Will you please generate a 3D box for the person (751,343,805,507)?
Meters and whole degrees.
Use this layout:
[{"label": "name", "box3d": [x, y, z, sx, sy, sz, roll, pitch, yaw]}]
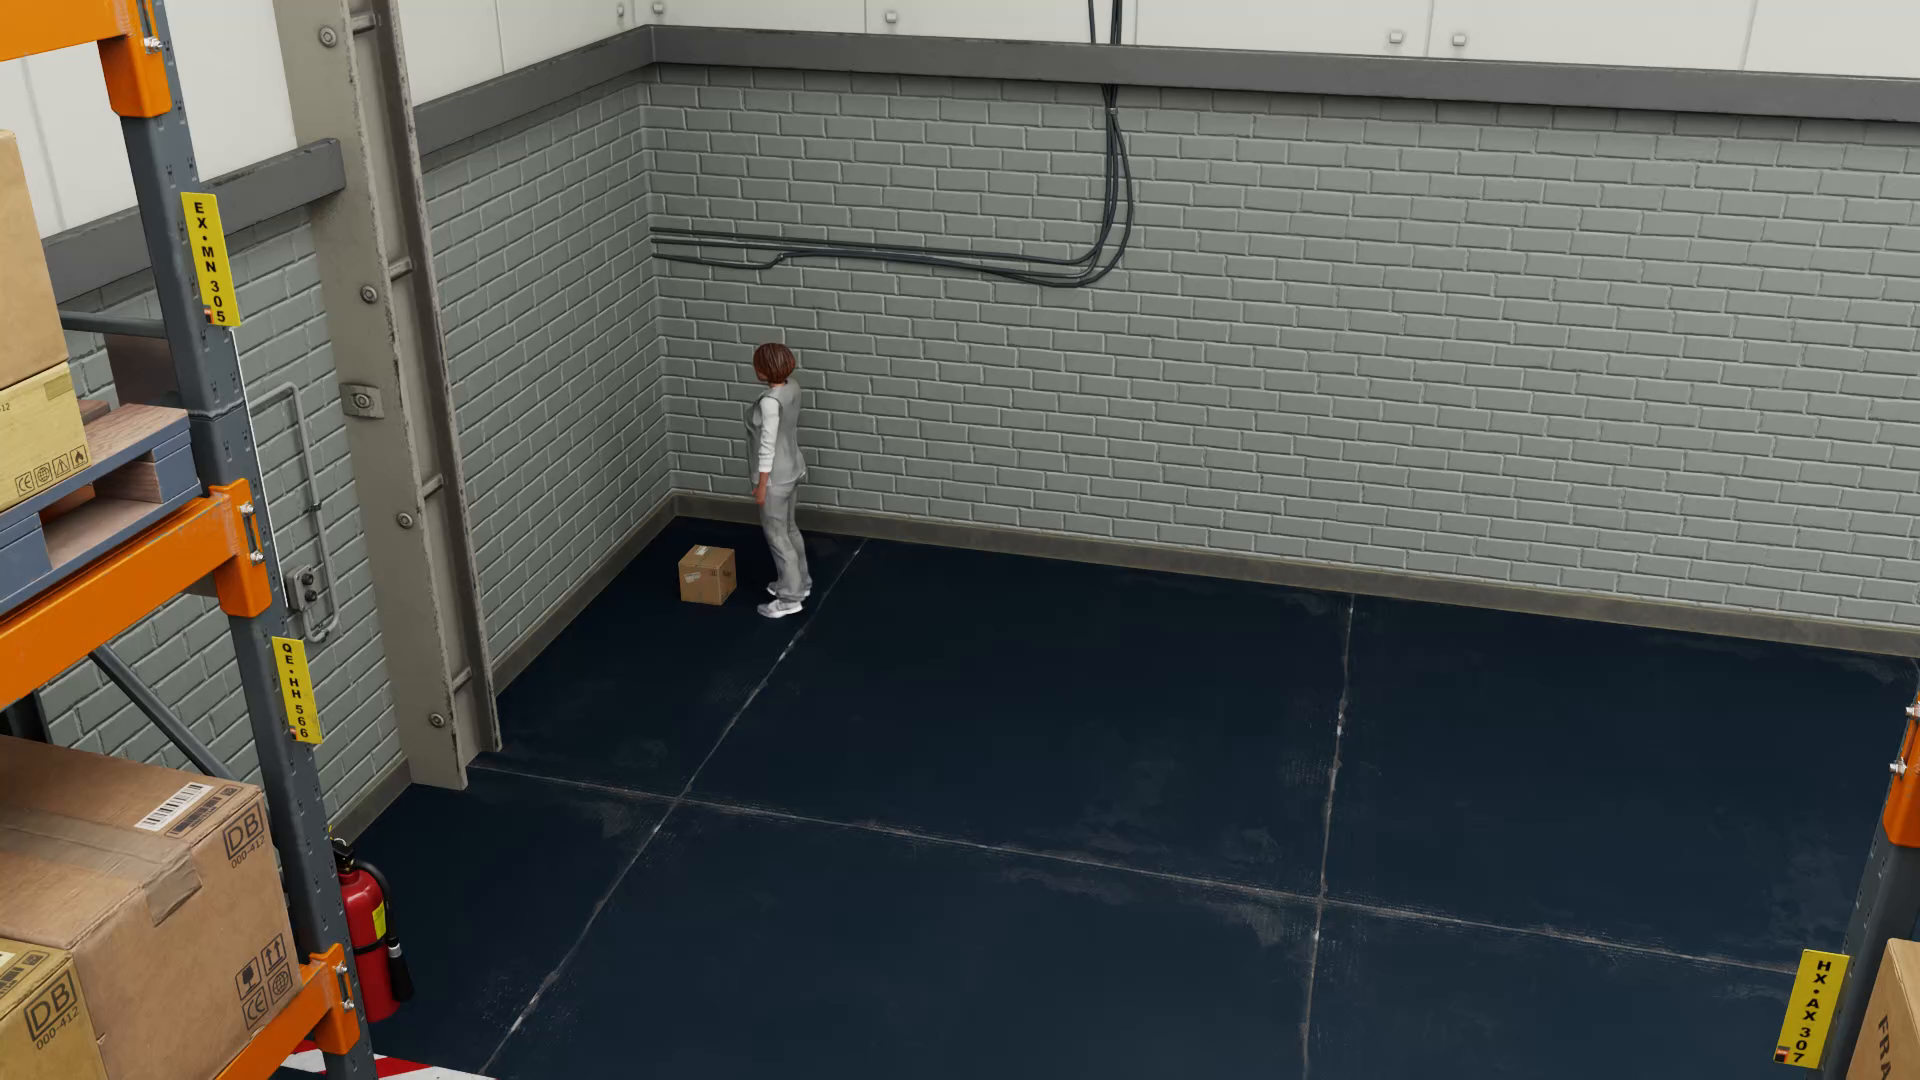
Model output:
[{"label": "person", "box3d": [-1.030, -0.647, 9.200, 0.278, 0.921, 0.408, 7, 27, 14]}]
